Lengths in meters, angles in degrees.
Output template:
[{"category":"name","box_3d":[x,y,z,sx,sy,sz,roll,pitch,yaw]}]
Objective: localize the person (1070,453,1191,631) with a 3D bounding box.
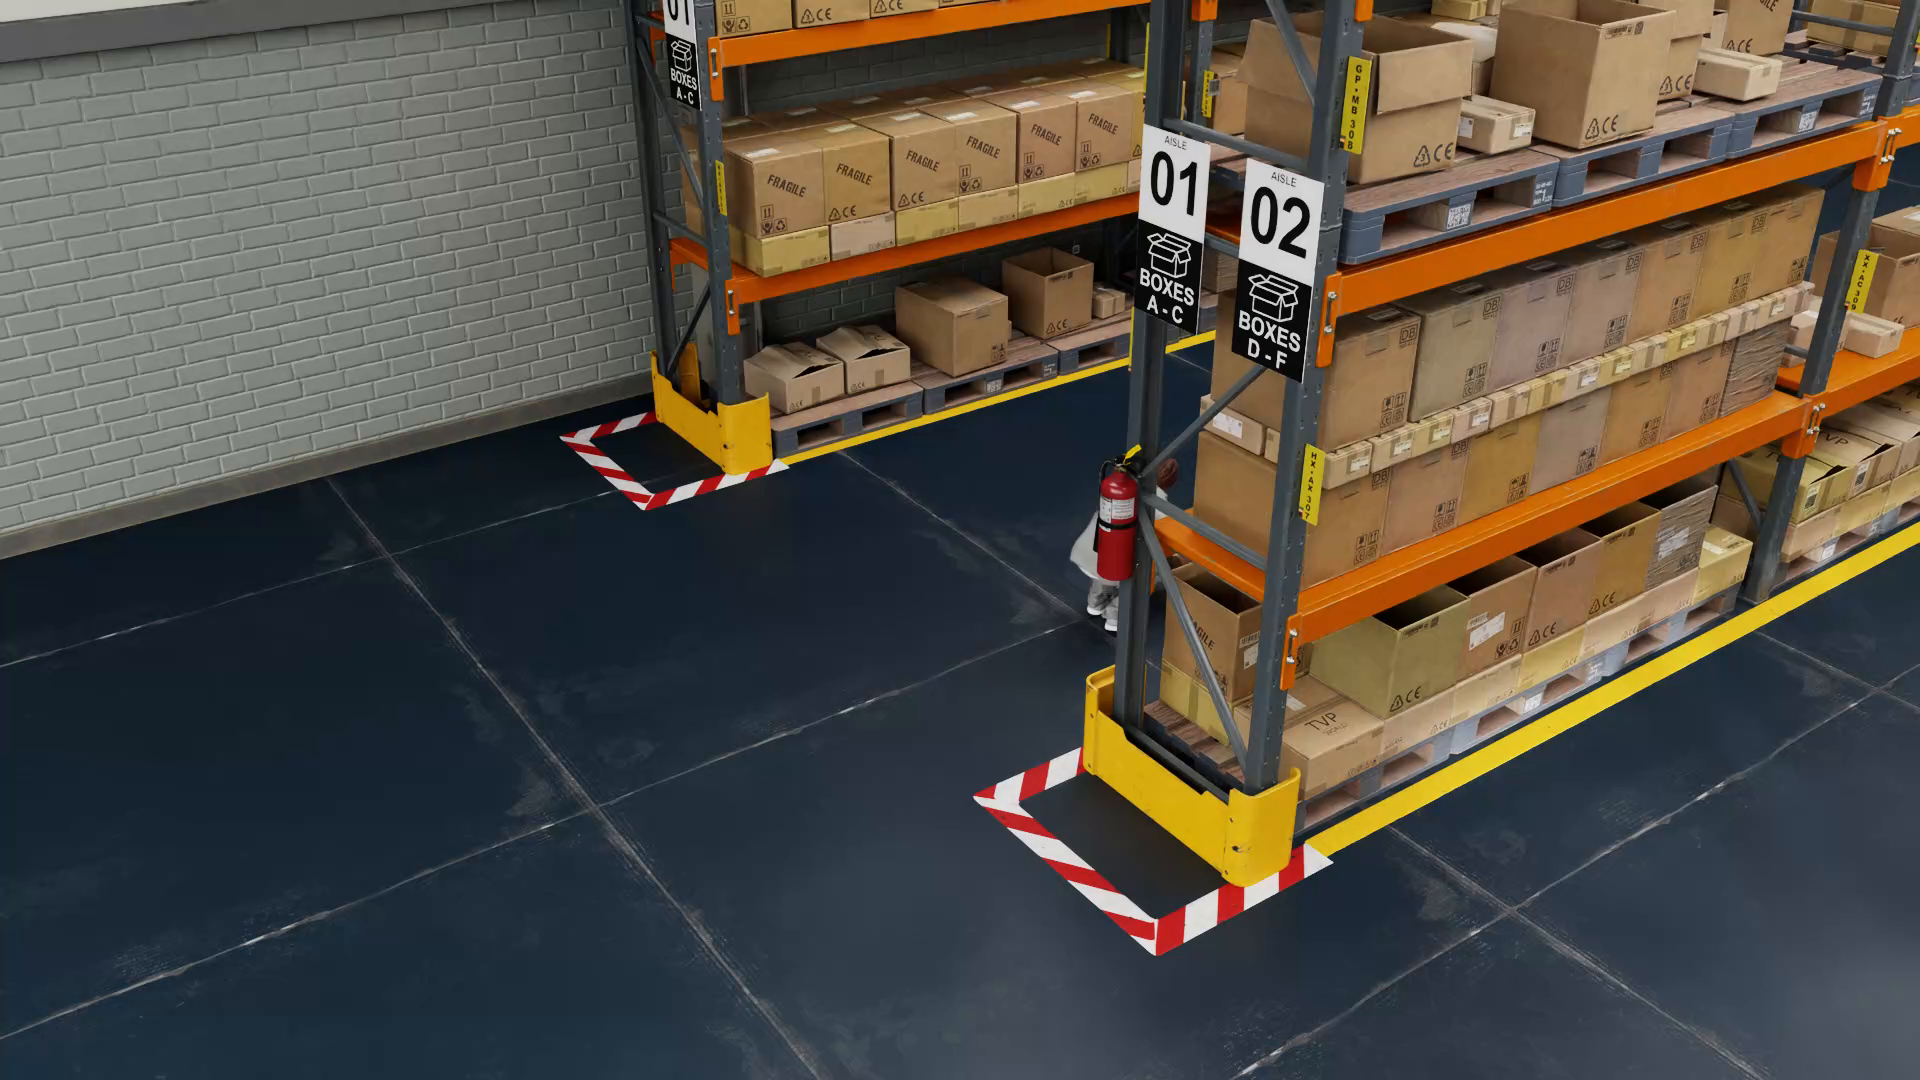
[{"category":"person","box_3d":[0.971,0.015,9.341,0.821,0.897,0.423,-20,35,-31]}]
